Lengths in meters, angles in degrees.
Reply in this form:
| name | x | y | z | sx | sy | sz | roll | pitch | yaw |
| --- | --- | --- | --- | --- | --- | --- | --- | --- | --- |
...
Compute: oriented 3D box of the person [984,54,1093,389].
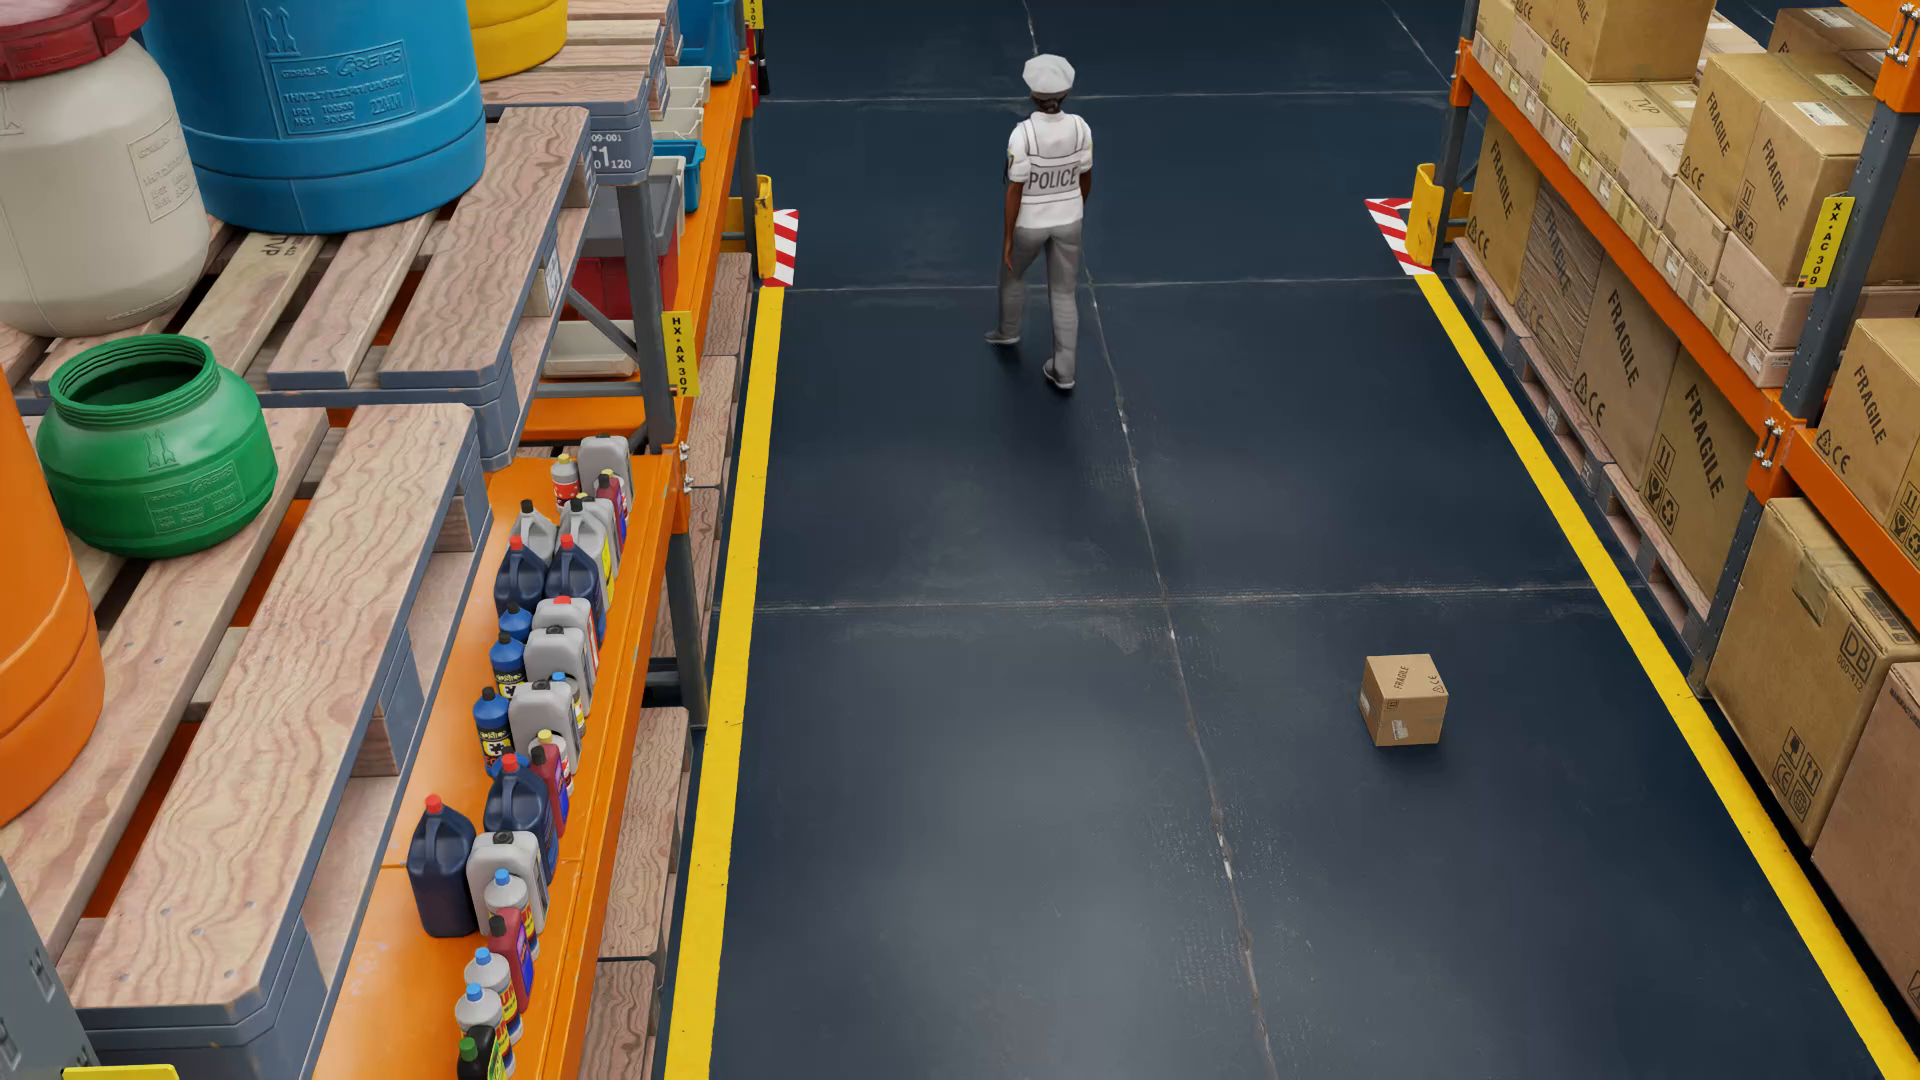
| name | x | y | z | sx | sy | sz | roll | pitch | yaw |
| --- | --- | --- | --- | --- | --- | --- | --- | --- | --- |
| person | 0.411 | -1.622 | 8.414 | 0.484 | 1.706 | 0.788 | -7 | 36 | -10 |
